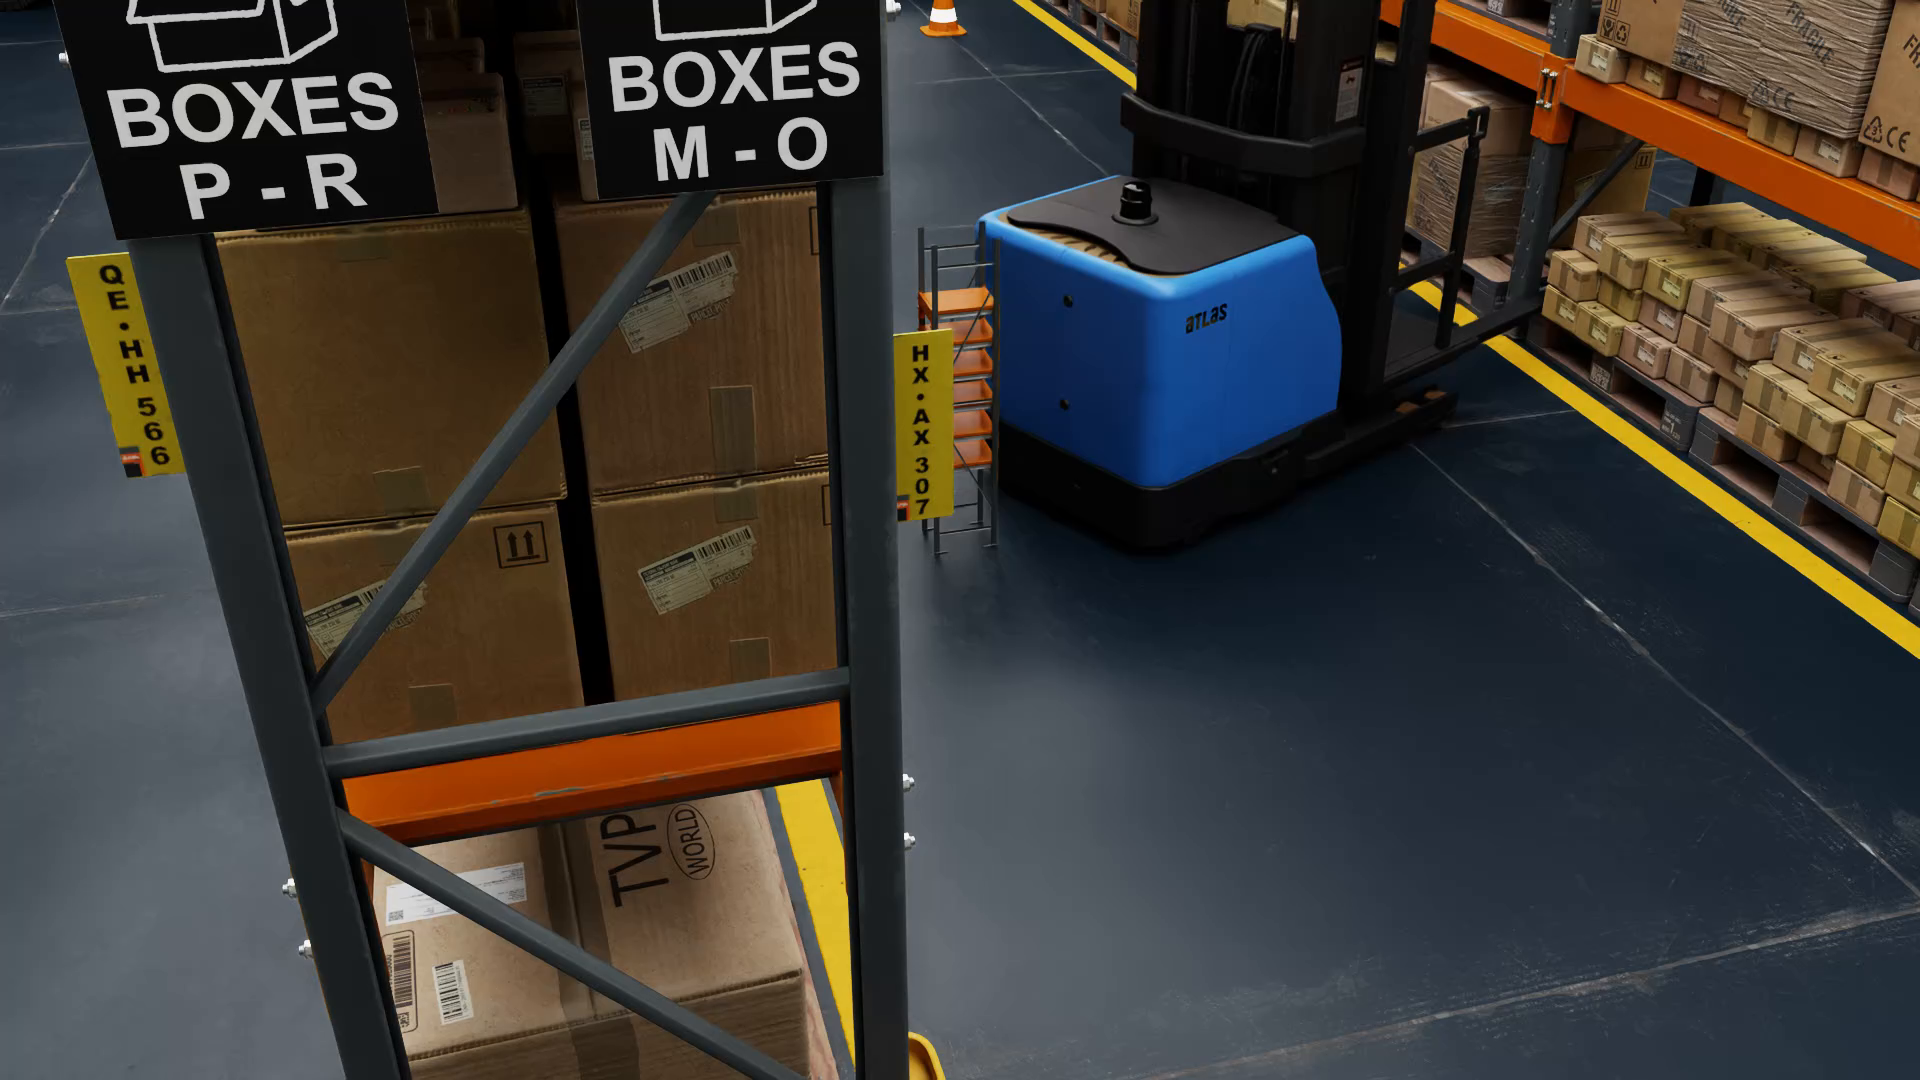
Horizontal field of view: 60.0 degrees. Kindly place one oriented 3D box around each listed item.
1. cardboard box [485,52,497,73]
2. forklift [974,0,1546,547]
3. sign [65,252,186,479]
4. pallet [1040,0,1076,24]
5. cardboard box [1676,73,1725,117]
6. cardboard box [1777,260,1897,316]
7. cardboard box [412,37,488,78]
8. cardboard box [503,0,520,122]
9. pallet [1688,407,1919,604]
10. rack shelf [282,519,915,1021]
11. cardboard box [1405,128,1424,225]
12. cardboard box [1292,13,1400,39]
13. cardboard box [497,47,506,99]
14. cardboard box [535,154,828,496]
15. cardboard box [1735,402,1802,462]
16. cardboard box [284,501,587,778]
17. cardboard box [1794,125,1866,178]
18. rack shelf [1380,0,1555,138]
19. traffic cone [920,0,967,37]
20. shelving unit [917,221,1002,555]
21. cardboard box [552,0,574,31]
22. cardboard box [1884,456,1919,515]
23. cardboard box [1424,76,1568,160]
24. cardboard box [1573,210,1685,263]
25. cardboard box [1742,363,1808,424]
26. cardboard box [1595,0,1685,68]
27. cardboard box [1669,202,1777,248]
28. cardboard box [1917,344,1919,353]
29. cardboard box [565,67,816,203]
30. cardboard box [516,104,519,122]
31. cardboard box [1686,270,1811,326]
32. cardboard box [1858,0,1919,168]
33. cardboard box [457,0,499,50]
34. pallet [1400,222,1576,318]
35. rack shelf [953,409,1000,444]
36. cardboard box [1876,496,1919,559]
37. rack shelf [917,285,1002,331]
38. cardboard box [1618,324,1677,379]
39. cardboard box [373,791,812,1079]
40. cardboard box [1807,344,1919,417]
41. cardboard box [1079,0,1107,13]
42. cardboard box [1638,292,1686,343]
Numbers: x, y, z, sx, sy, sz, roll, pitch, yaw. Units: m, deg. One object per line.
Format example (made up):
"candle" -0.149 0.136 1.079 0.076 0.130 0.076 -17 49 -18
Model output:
"cardboard box" -1.120 -0.622 3.232 0.500 0.500 0.500 -8 31 -13
"forklift" 1.478 -1.855 6.530 3.031 2.935 1.130 -24 38 -35
"sign" -1.123 -0.234 2.268 0.100 0.325 0.005 -8 31 -13
"pallet" 1.242 -4.629 14.037 1.003 0.211 1.213 -8 31 -13
"cardboard box" 3.110 -1.809 6.632 0.380 0.149 0.250 -9 31 -15
"cardboard box" 3.606 -1.030 6.868 0.380 0.149 0.250 -7 31 -12
"cardboard box" -0.975 -0.719 2.753 0.380 0.149 0.250 -7 31 -12
"cardboard box" -0.870 -1.179 4.195 0.500 0.500 0.500 -8 31 -13
"pallet" 3.628 -0.218 6.416 1.003 0.211 1.213 -8 31 -13
"rack shelf" -1.127 -0.351 4.580 1.077 0.370 4.000 -8 31 -13
"cardboard box" 2.513 -2.007 8.799 0.500 0.500 0.500 -9 31 -14
"cardboard box" 2.230 -2.841 9.491 0.500 0.250 0.500 -8 31 -13
"cardboard box" -1.511 -1.348 4.487 0.500 0.500 0.500 -7 31 -12
"cardboard box" -0.449 -0.442 2.921 0.500 0.500 0.500 -9 31 -14
"cardboard box" 3.259 -0.443 6.448 0.380 0.149 0.250 -9 31 -15
"cardboard box" -0.979 0.063 3.047 0.500 0.500 0.500 -8 31 -13
"cardboard box" 3.244 -1.416 5.954 0.380 0.149 0.250 -7 31 -11
"rack shelf" 2.557 -2.990 9.139 1.077 0.370 4.000 -8 31 -13
"traffic cone" -0.135 -4.253 13.135 0.336 0.463 0.334 -8 31 -13
"shelving unit" -0.004 -0.526 5.962 0.258 1.200 0.189 -8 31 -13
"cardboard box" -0.607 -1.044 3.314 0.380 0.149 0.250 -9 31 -15
"cardboard box" 3.445 -0.196 5.724 0.380 0.149 0.250 -7 31 -13
"cardboard box" 2.647 -2.086 8.187 0.500 0.250 0.500 -9 31 -15
"cardboard box" 2.980 -1.347 7.415 0.380 0.149 0.250 -7 31 -11
"cardboard box" 3.254 -0.574 6.377 0.380 0.149 0.250 -8 31 -14
"cardboard box" 2.977 -2.234 6.719 0.500 0.500 0.500 -8 31 -14
"cardboard box" 3.434 -1.403 7.513 0.380 0.149 0.250 -7 31 -12
"cardboard box" 3.811 -0.648 6.209 0.380 0.149 0.250 -8 31 -13
"cardboard box" -0.423 -0.661 2.653 0.380 0.149 0.250 -7 31 -12
"cardboard box" -0.998 -0.993 4.871 0.500 0.500 0.500 -8 31 -14
"cardboard box" 3.202 -0.967 6.759 0.380 0.149 0.250 -9 31 -15
"cardboard box" 3.385 -1.493 5.439 0.500 0.500 0.500 -6 31 -11
"cardboard box" -1.153 -1.095 3.403 0.380 0.149 0.250 -8 31 -14
"pallet" 2.880 -1.504 8.638 1.003 0.211 1.213 -8 31 -13
"rack shelf" -0.004 -0.384 6.044 0.258 0.103 0.180 -8 31 -13
"cardboard box" 3.450 -0.060 5.786 0.380 0.149 0.250 -9 31 -15
"rack shelf" -0.004 -0.799 5.803 0.258 0.103 0.180 -8 31 -13
"cardboard box" 3.062 -0.823 7.104 0.380 0.149 0.250 -8 31 -14
"cardboard box" -0.867 0.925 3.795 0.875 0.438 0.875 -9 31 -15
"cardboard box" 3.370 -0.588 6.105 0.380 0.149 0.250 -8 31 -13
"cardboard box" 1.469 -4.653 13.121 1.050 0.750 0.750 -8 31 -13
"cardboard box" 3.129 -0.971 7.063 0.380 0.149 0.250 -8 31 -14
